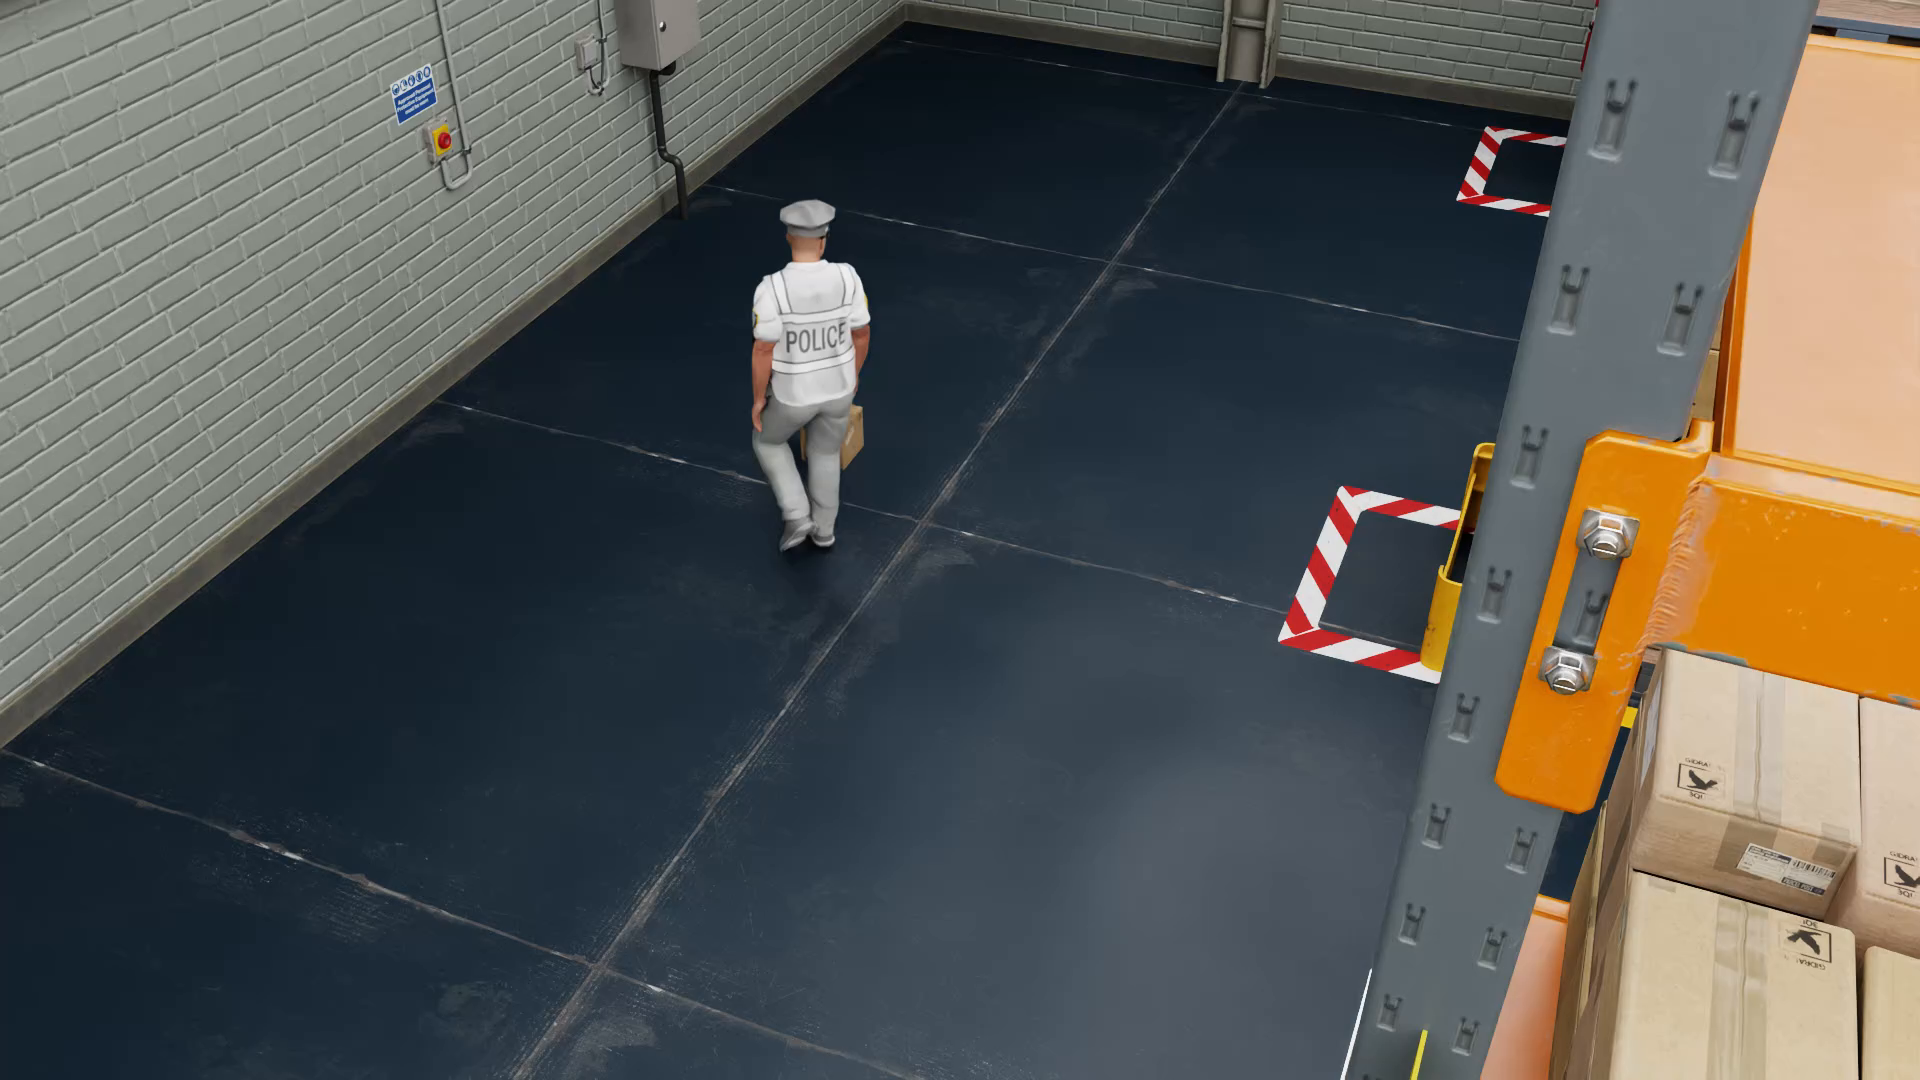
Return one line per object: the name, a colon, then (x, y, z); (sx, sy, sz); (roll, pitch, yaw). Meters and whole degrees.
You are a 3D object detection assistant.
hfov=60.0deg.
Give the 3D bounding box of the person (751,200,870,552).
person: (-0.711, -0.714, 7.744); (0.599, 1.762, 0.464); (-15, 40, -19)
